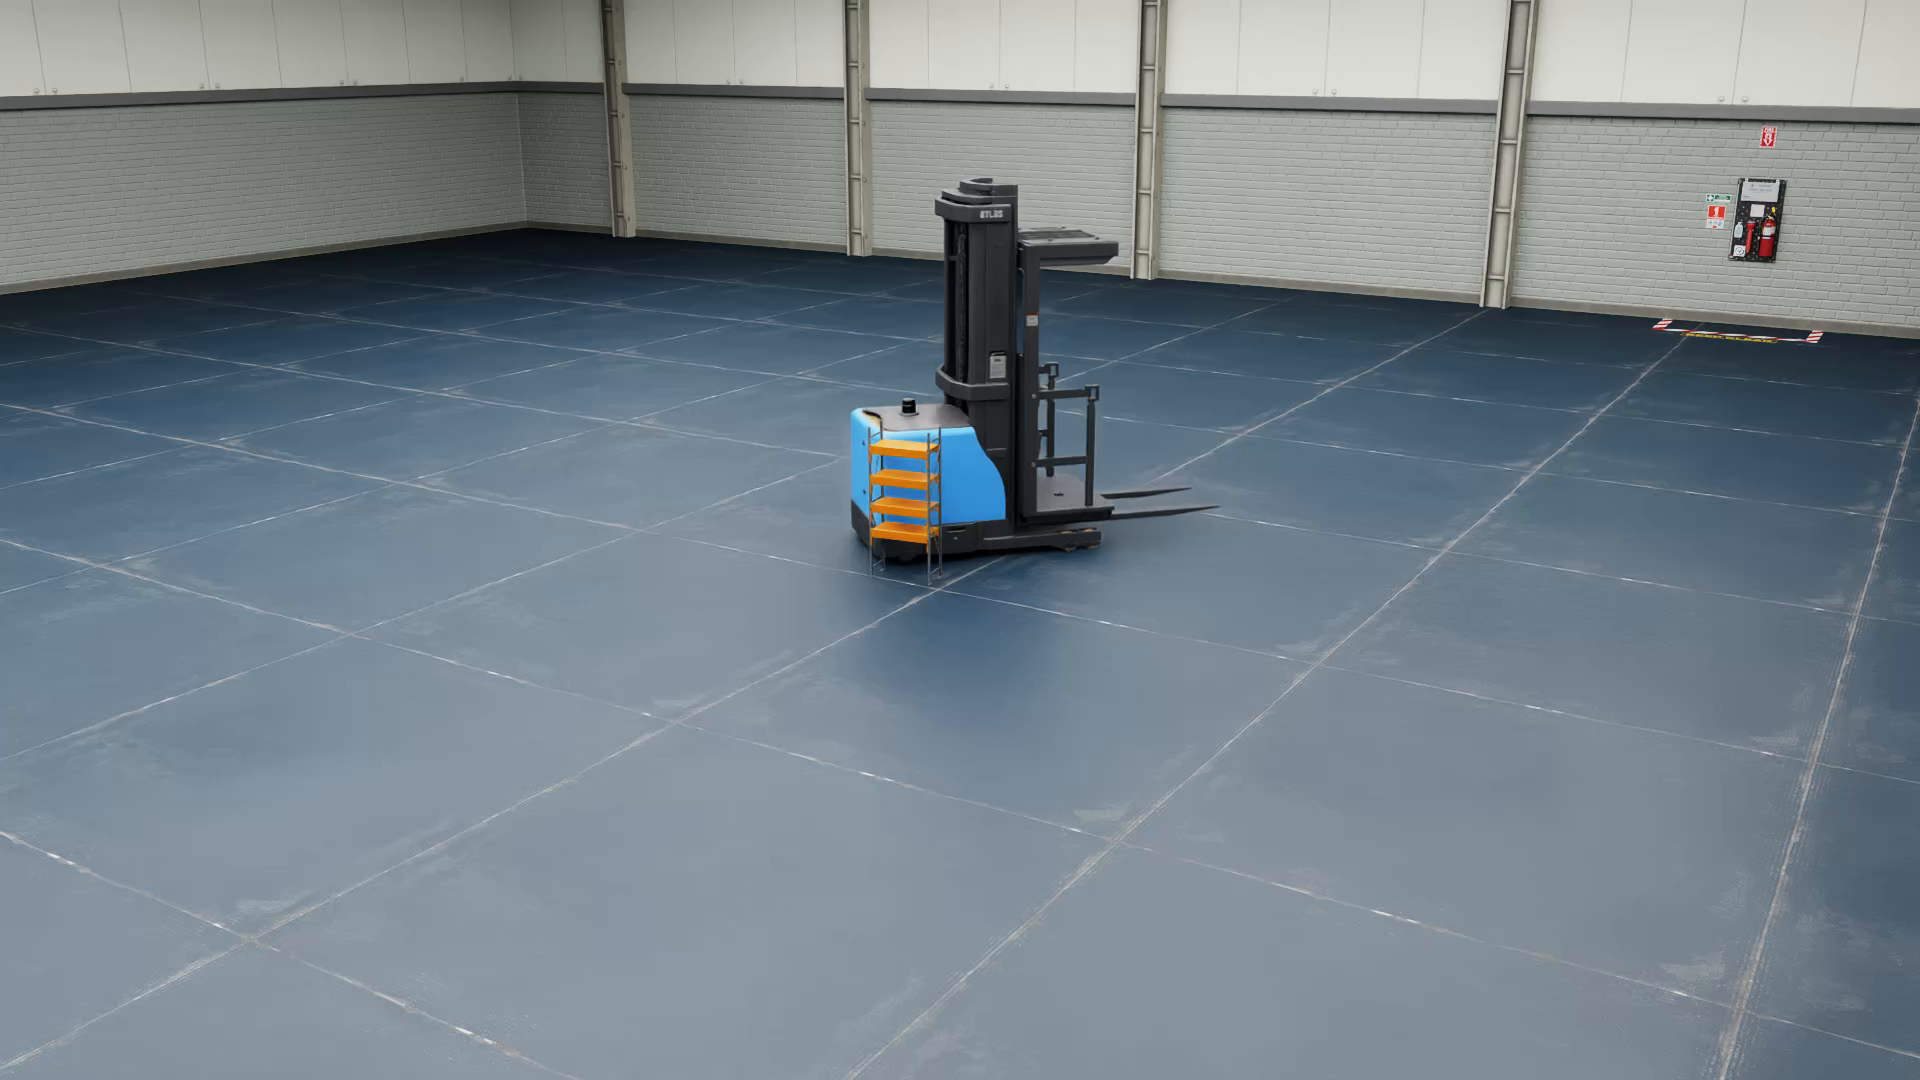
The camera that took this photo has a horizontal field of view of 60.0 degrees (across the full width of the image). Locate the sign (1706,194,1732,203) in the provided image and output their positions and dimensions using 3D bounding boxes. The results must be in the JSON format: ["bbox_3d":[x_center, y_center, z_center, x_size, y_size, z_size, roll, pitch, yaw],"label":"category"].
[{"bbox_3d":[10.919,-4.917,23.933,0.331,0.109,0.001,10,20,30],"label":"sign"}]

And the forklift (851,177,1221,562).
[{"bbox_3d":[0.662,-1.453,13.621,3.031,2.935,1.130,-5,18,-15],"label":"forklift"}]

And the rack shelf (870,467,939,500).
[{"bbox_3d":[-0.419,-0.433,12.706,0.480,0.148,0.258,7,18,21],"label":"rack shelf"}]

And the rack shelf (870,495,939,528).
[{"bbox_3d":[-0.419,-0.219,12.771,0.480,0.148,0.258,7,18,21],"label":"rack shelf"}]

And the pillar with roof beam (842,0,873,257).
[{"bbox_3d":[-4.168,-8.696,27.027,0.400,9.000,9.100,10,20,30],"label":"pillar with roof beam"}]

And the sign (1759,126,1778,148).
[{"bbox_3d":[11.382,-5.674,23.412,0.199,0.298,0.001,10,20,30],"label":"sign"}]

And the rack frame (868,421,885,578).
[{"bbox_3d":[-0.645,-0.311,12.840,0.015,1.200,0.240,7,18,21],"label":"rack frame"}]

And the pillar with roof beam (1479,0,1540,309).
[{"bbox_3d":[6.057,-6.871,21.018,0.400,9.000,9.100,10,20,30],"label":"pillar with roof beam"}]

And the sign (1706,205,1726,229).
[{"bbox_3d":[10.920,-4.666,24.020,0.234,0.329,0.001,10,20,30],"label":"sign"}]

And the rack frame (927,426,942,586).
[{"bbox_3d":[-0.194,-0.257,12.662,0.015,1.200,0.240,7,18,21],"label":"rack frame"}]

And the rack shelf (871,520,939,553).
[{"bbox_3d":[-0.419,-0.029,12.828,0.480,0.148,0.258,7,18,21],"label":"rack shelf"}]

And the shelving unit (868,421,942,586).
[{"bbox_3d":[-0.419,-0.284,12.751,0.503,1.200,0.258,7,18,21],"label":"shelving unit"}]

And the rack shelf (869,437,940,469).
[{"bbox_3d":[-0.419,-0.660,12.637,0.480,0.148,0.258,7,18,21],"label":"rack shelf"}]

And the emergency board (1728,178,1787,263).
[{"bbox_3d":[11.337,-4.539,23.664,0.643,1.169,0.194,10,20,30],"label":"emergency board"}]

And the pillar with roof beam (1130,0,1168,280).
[{"bbox_3d":[0.944,-7.783,24.022,0.400,9.000,9.100,10,20,30],"label":"pillar with roof beam"}]

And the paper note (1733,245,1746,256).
[{"bbox_3d":[11.222,-4.162,23.937,0.142,0.148,0.016,10,20,30],"label":"paper note"}]

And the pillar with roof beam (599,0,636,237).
[{"bbox_3d":[-9.281,-9.609,30.031,0.400,9.000,9.100,10,20,30],"label":"pillar with roof beam"}]
